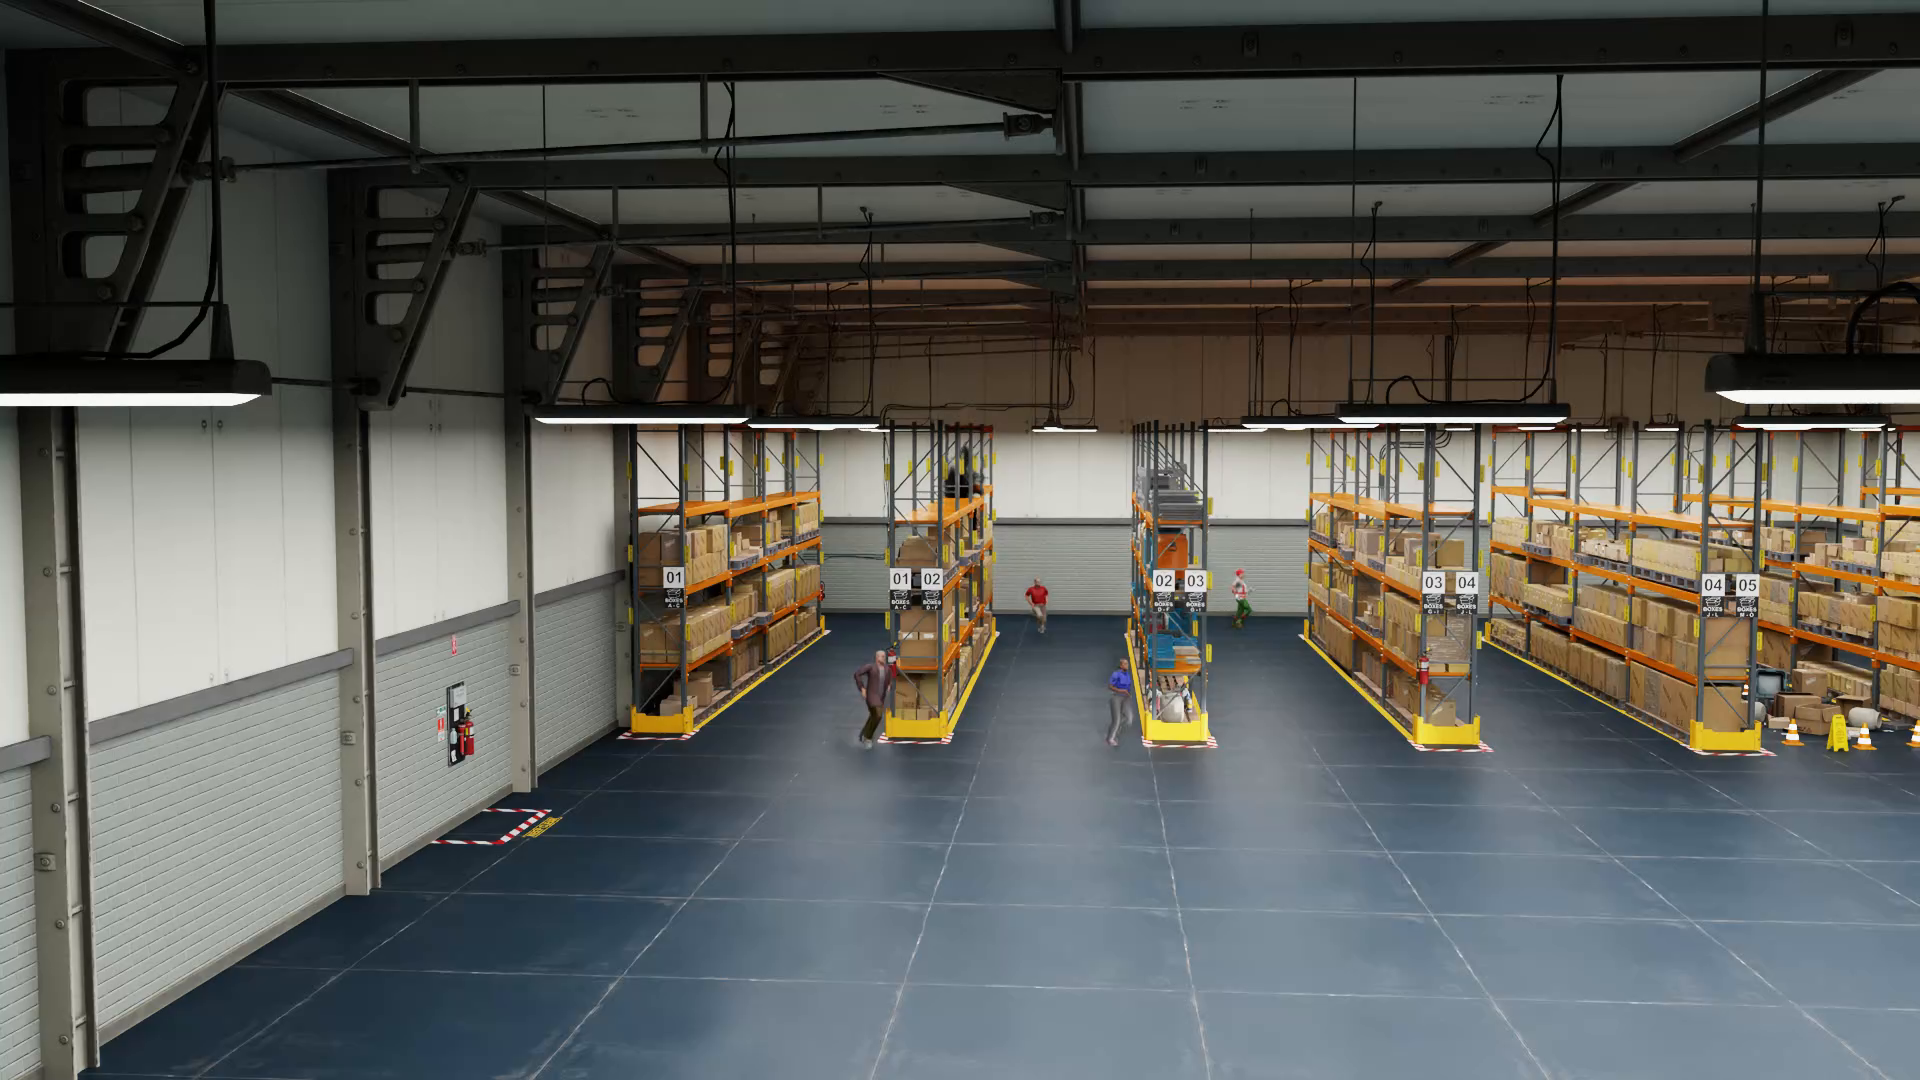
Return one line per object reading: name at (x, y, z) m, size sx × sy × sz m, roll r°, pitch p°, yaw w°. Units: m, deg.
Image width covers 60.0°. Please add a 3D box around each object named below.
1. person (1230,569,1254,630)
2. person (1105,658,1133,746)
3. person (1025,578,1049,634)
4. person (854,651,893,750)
person at (8.283, 1.744, 48.770) m, size 0.685 × 1.775 × 0.646 m, roll 1°, pitch 4°, yaw 14°
person at (3.012, 2.988, 30.614) m, size 0.593 × 1.594 × 0.568 m, roll -3°, pitch 5°, yaw -38°
person at (2.190, 1.880, 46.815) m, size 0.675 × 1.627 × 0.884 m, roll -1°, pitch 4°, yaw -15°
person at (-1.531, 2.924, 30.574) m, size 0.699 × 1.771 × 0.717 m, roll -3°, pitch 5°, yaw -42°
